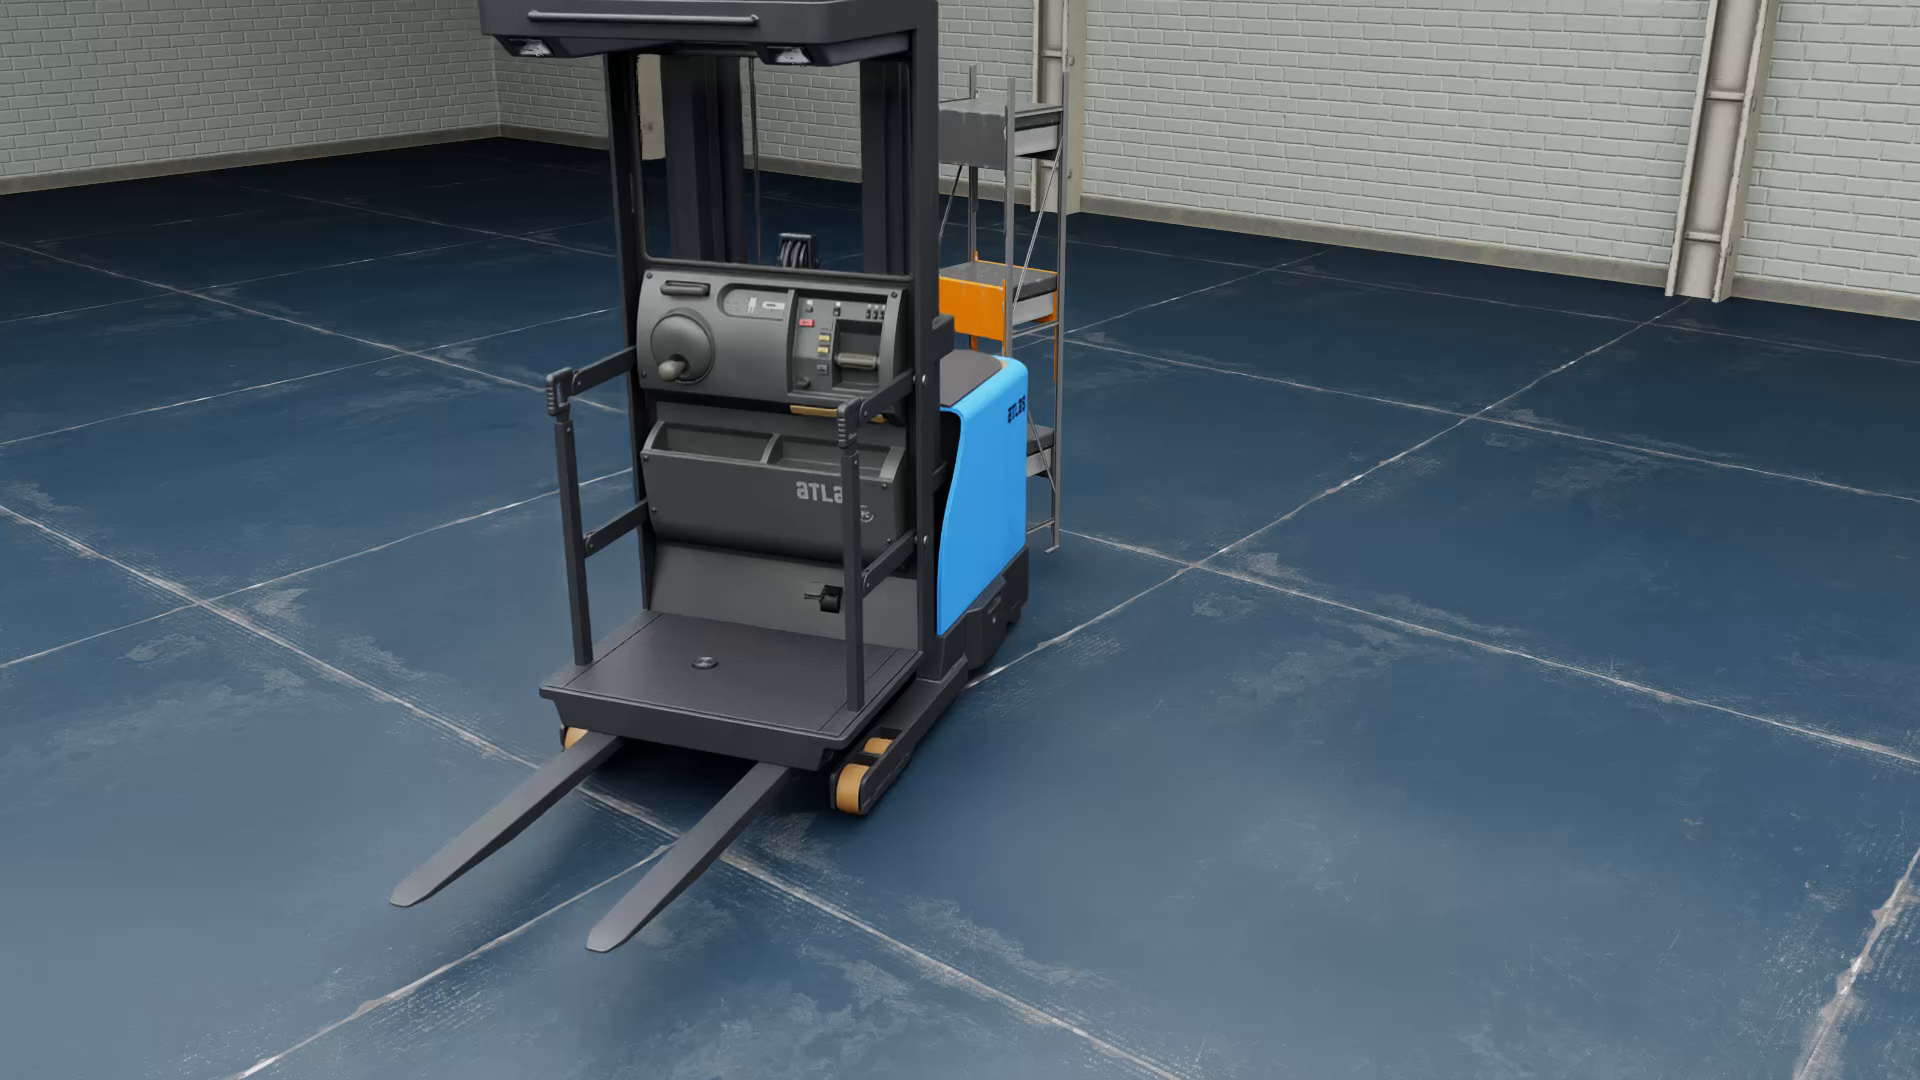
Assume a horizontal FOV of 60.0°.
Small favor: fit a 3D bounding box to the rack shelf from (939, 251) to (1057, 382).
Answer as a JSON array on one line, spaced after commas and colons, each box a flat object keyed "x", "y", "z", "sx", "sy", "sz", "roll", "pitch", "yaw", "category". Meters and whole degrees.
[{"x": 0.128, "y": -0.933, "z": 7.205, "sx": 0.480, "sy": 0.518, "sz": 0.431, "roll": 16, "pitch": 26, "yaw": 36, "category": "rack shelf"}]

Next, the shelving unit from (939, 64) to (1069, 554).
[{"x": 0.128, "y": -0.946, "z": 7.200, "sx": 0.503, "sy": 2.100, "sz": 0.431, "roll": 16, "pitch": 26, "yaw": 36, "category": "shelving unit"}]

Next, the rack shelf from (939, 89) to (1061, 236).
[{"x": 0.128, "y": -1.588, "z": 6.958, "sx": 0.480, "sy": 0.518, "sz": 0.431, "roll": 16, "pitch": 26, "yaw": 36, "category": "rack shelf"}]

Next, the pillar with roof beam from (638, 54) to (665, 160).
[{"x": -6.441, "y": -7.560, "z": 14.963, "sx": 0.400, "sy": 9.000, "sz": 9.100, "roll": 16, "pitch": 26, "yaw": 36, "category": "pillar with roof beam"}]

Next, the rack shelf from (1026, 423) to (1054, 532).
[{"x": 0.128, "y": -0.278, "z": 7.452, "sx": 0.480, "sy": 0.518, "sz": 0.431, "roll": 16, "pitch": 26, "yaw": 36, "category": "rack shelf"}]

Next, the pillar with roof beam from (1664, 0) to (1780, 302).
[{"x": 2.856, "y": -4.883, "z": 7.864, "sx": 0.400, "sy": 9.000, "sz": 9.100, "roll": 16, "pitch": 26, "yaw": 36, "category": "pillar with roof beam"}]

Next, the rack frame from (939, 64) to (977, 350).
[{"x": -0.061, "y": -1.000, "z": 7.344, "sx": 0.015, "sy": 2.100, "sz": 0.400, "roll": 16, "pitch": 26, "yaw": 36, "category": "rack frame"}]

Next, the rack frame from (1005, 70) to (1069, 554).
[{"x": 0.317, "y": -0.891, "z": 7.055, "sx": 0.015, "sy": 2.100, "sz": 0.400, "roll": 16, "pitch": 26, "yaw": 36, "category": "rack frame"}]

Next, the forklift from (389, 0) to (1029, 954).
[{"x": -0.702, "y": -0.652, "z": 5.244, "sx": 1.130, "sy": 2.935, "sz": 3.031, "roll": 7, "pitch": 22, "yaw": 19, "category": "forklift"}]

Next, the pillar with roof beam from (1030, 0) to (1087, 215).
[{"x": -1.792, "y": -6.222, "z": 11.414, "sx": 0.400, "sy": 9.000, "sz": 9.100, "roll": 16, "pitch": 26, "yaw": 36, "category": "pillar with roof beam"}]
